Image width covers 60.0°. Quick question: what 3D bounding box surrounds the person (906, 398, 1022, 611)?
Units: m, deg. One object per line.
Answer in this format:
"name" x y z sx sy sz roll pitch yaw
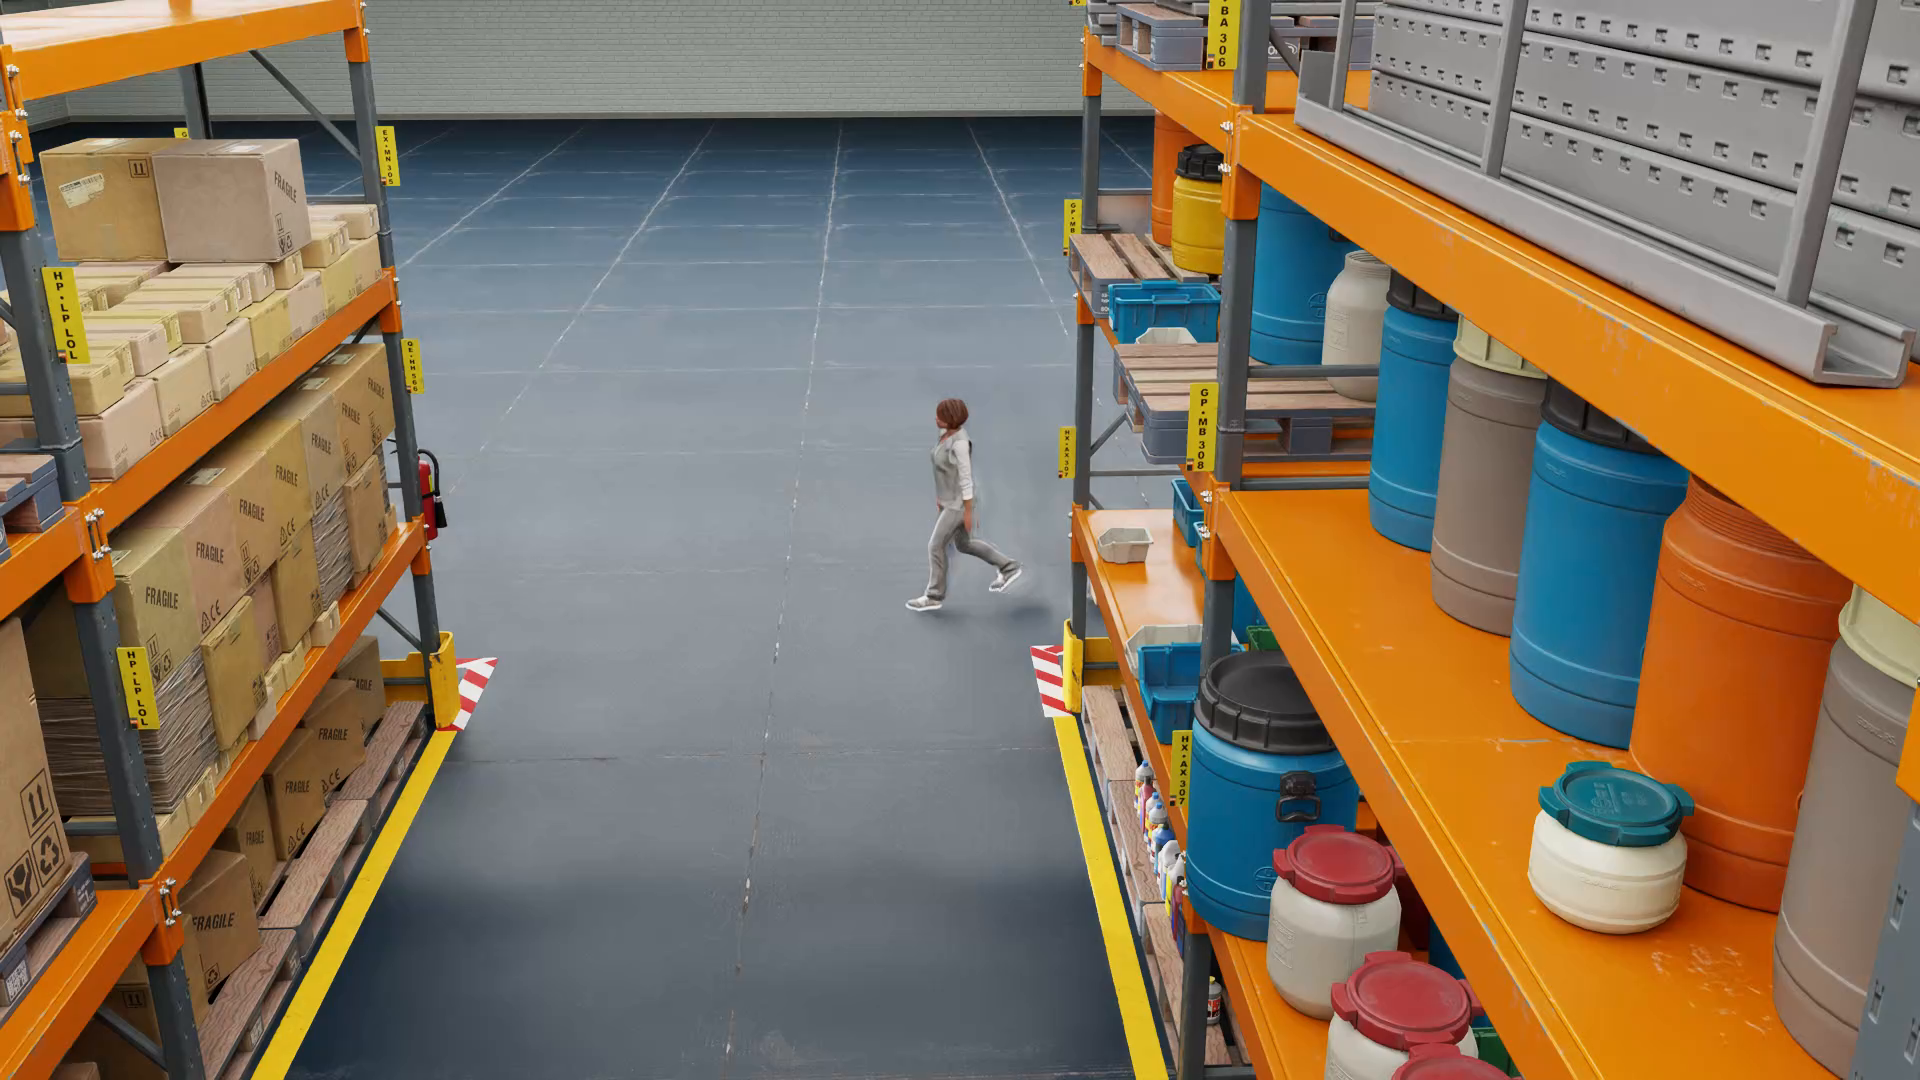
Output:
"person" 0.028 -0.265 11.799 0.864 1.542 0.427 -3 21 -8
